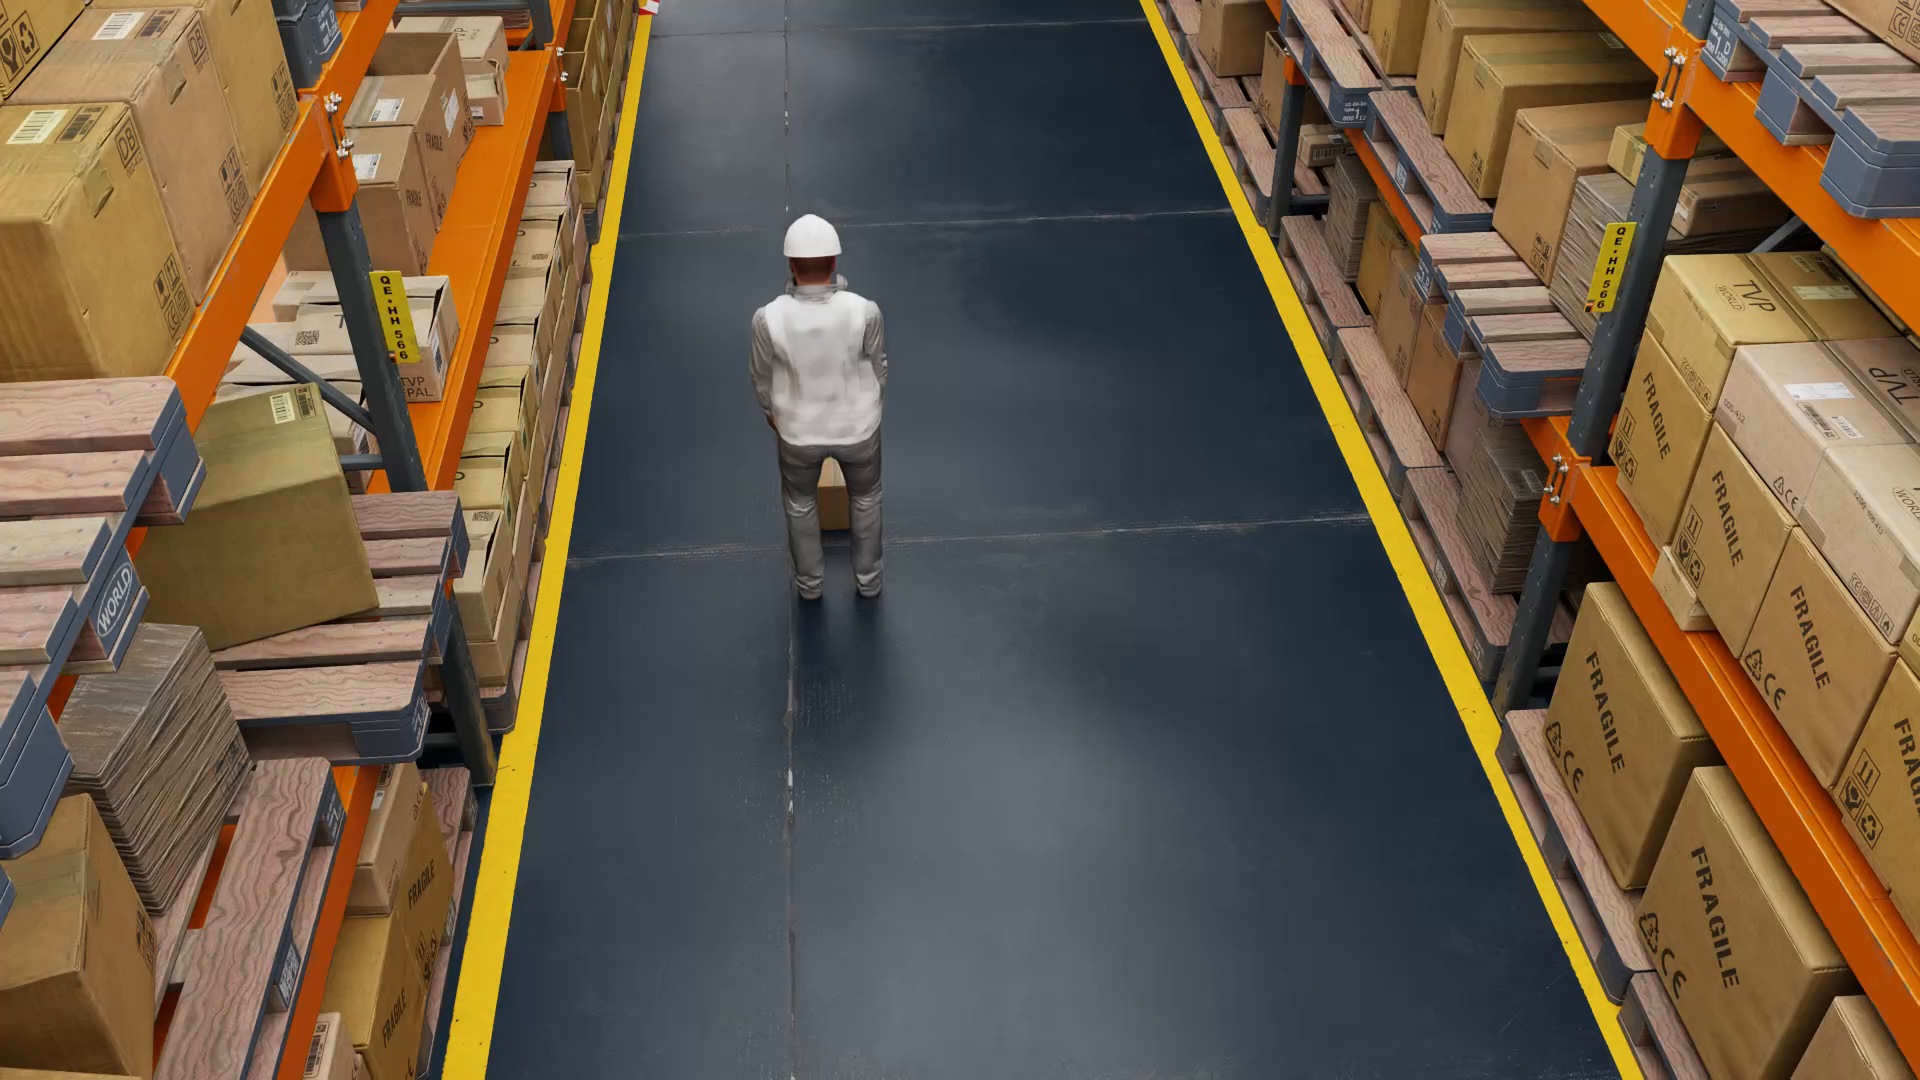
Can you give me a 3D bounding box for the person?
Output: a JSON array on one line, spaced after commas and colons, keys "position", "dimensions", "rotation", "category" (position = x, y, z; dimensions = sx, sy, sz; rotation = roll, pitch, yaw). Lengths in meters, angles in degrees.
[{"position": [-0.563, -0.498, 6.782], "dimensions": [0.549, 1.743, 0.427], "rotation": [-2, 39, -3], "category": "person"}]
